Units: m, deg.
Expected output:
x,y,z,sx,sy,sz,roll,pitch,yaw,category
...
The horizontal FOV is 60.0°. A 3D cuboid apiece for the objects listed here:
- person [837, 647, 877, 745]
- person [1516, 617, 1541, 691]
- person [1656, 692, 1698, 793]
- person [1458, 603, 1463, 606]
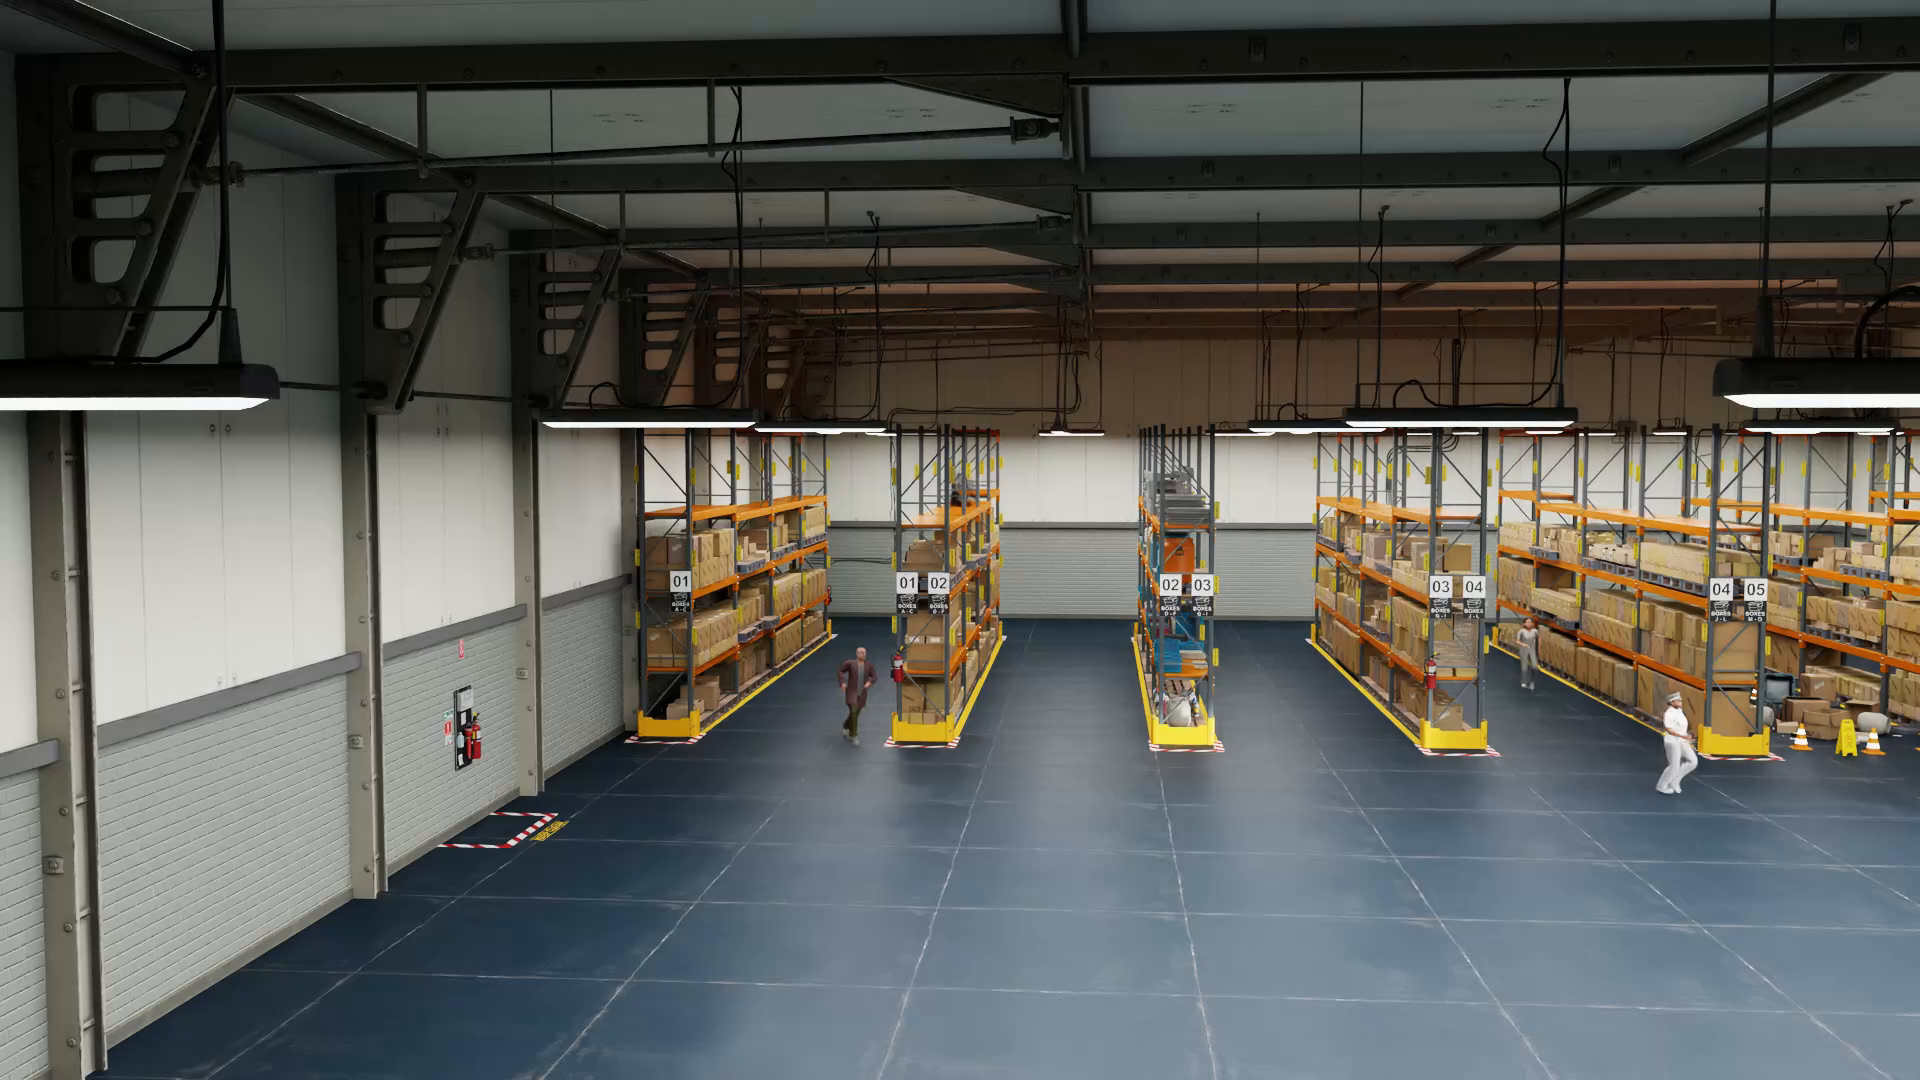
x,y,z,sx,sy,sz,roll,pitch,yaw,category
-1.930,2.925,31.549,0.714,1.785,0.919,-2,4,-26,person
12.952,2.596,37.845,0.591,1.678,0.664,0,3,5,person
11.549,3.257,26.765,0.589,1.659,0.617,-3,5,-42,person
14.434,2.048,47.320,0.661,1.585,0.776,-3,4,-38,person
